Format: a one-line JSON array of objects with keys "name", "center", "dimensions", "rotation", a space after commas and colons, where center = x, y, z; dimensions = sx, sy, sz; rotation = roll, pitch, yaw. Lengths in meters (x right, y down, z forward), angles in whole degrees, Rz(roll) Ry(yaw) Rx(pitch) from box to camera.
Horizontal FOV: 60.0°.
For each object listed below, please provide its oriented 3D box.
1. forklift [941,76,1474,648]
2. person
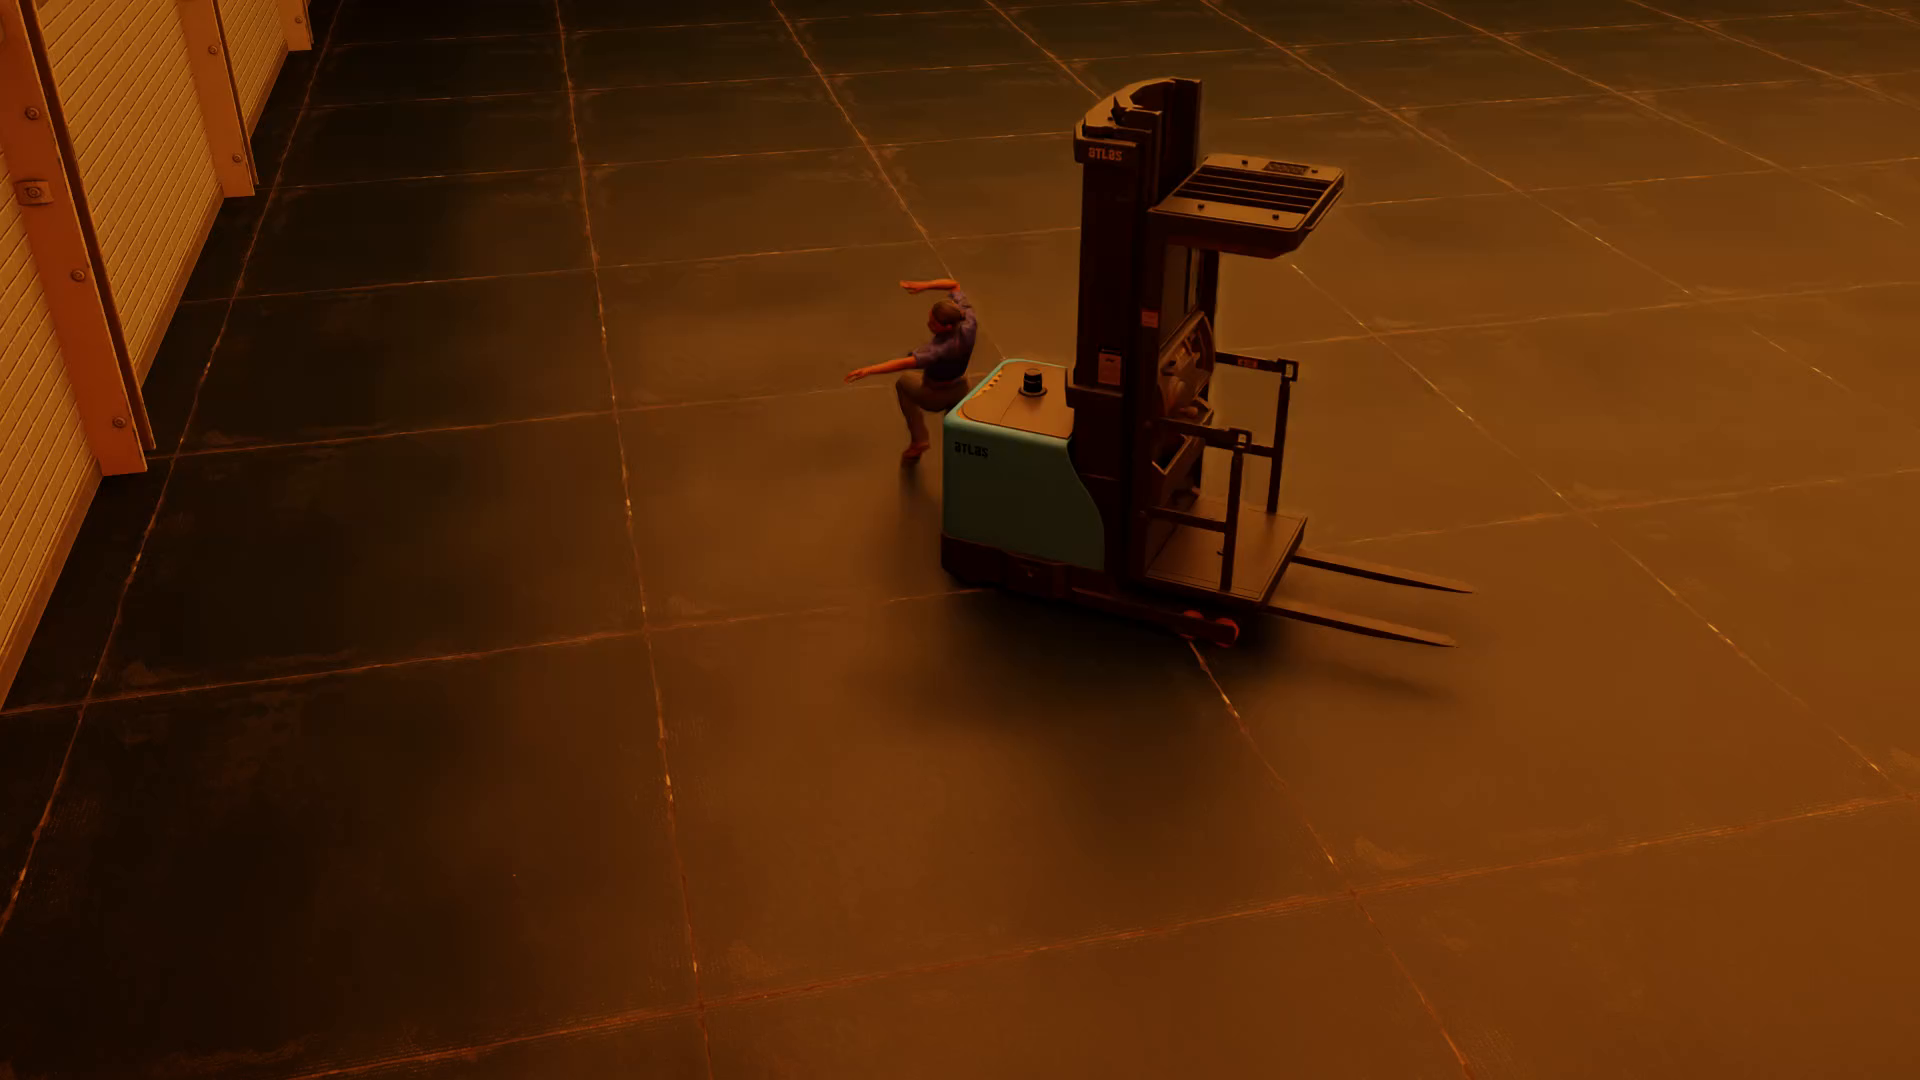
[{"name": "forklift", "center": [1.447, -0.961, 9.235], "dimensions": [3.031, 2.935, 1.130], "rotation": [13, 32, 21]}, {"name": "person", "center": [-0.385, -0.990, 10.813], "dimensions": [1.002, 1.441, 0.841], "rotation": [-12, 32, -20]}]
